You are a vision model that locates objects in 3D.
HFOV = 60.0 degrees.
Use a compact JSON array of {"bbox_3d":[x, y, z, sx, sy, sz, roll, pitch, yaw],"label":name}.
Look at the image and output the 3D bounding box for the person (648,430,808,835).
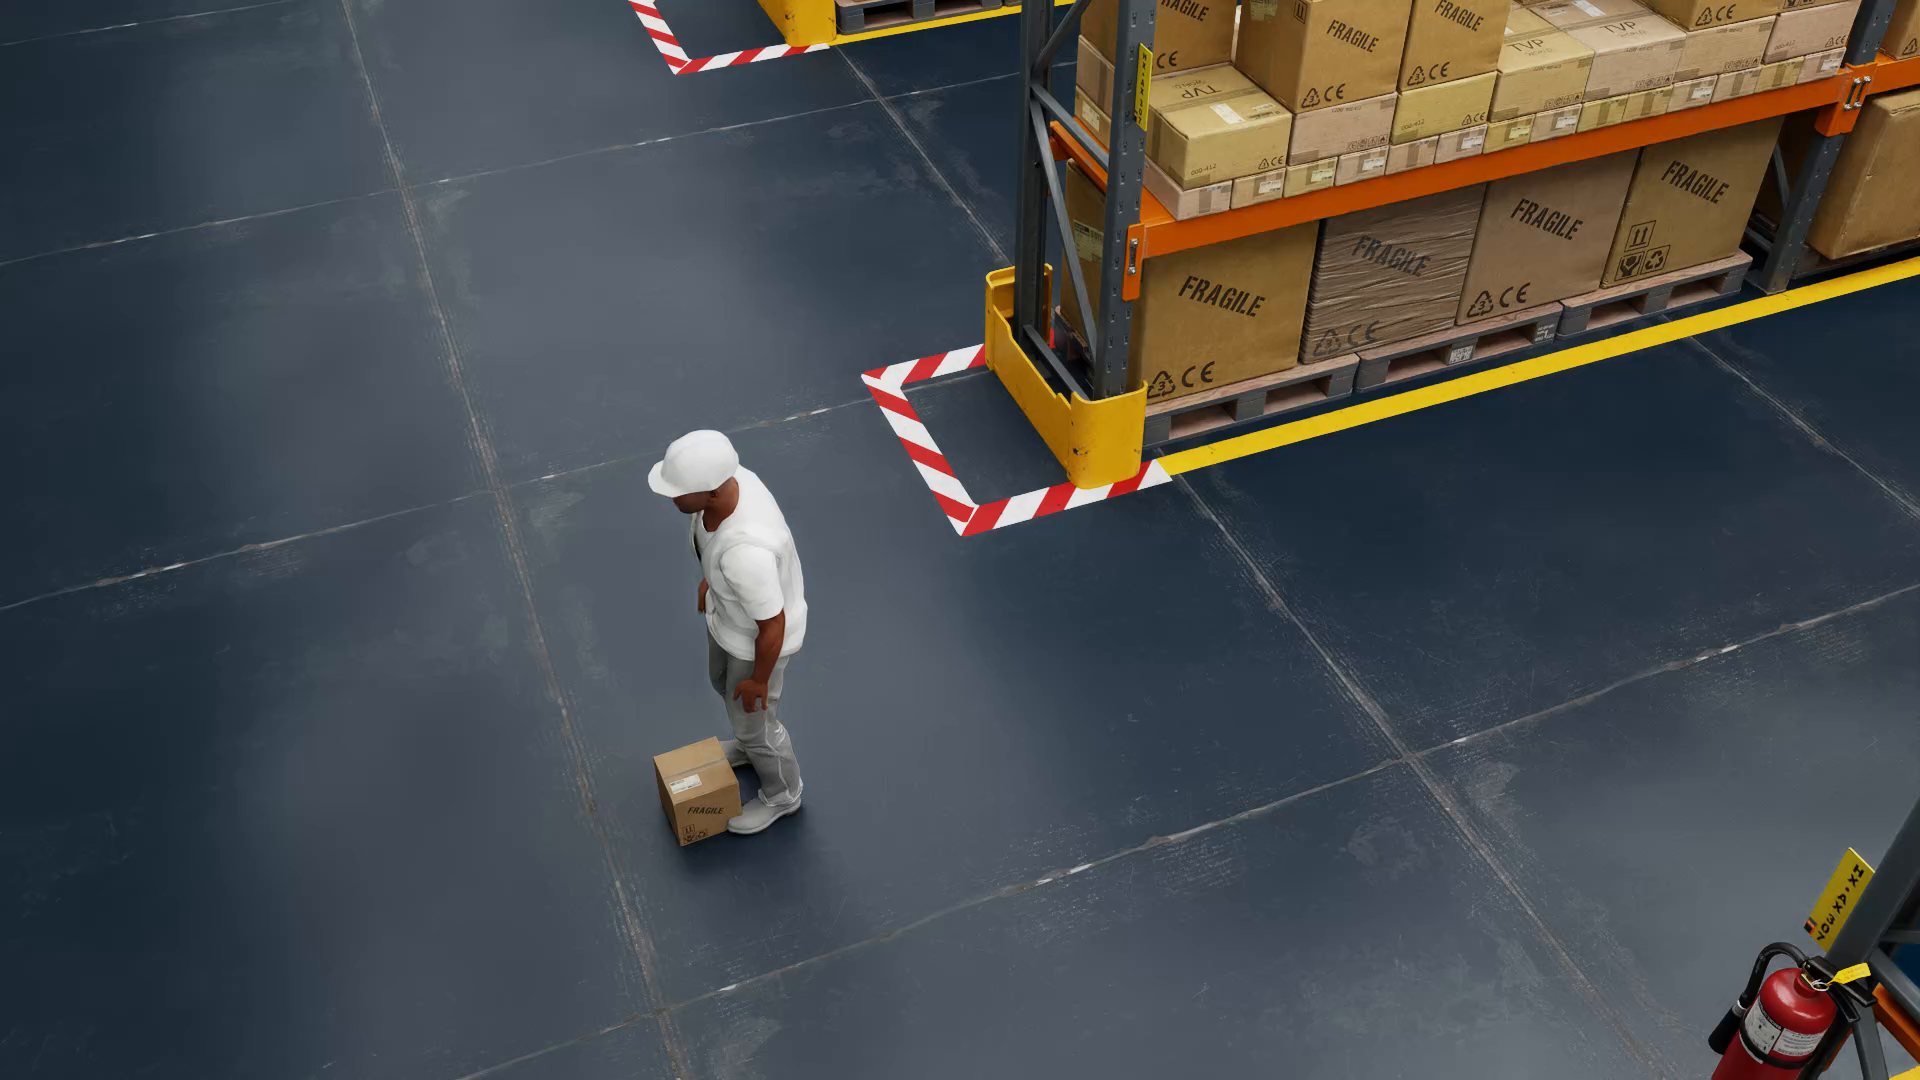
[{"bbox_3d":[-0.774,0.305,5.800,0.458,1.761,0.628,-15,44,-16],"label":"person"}]
